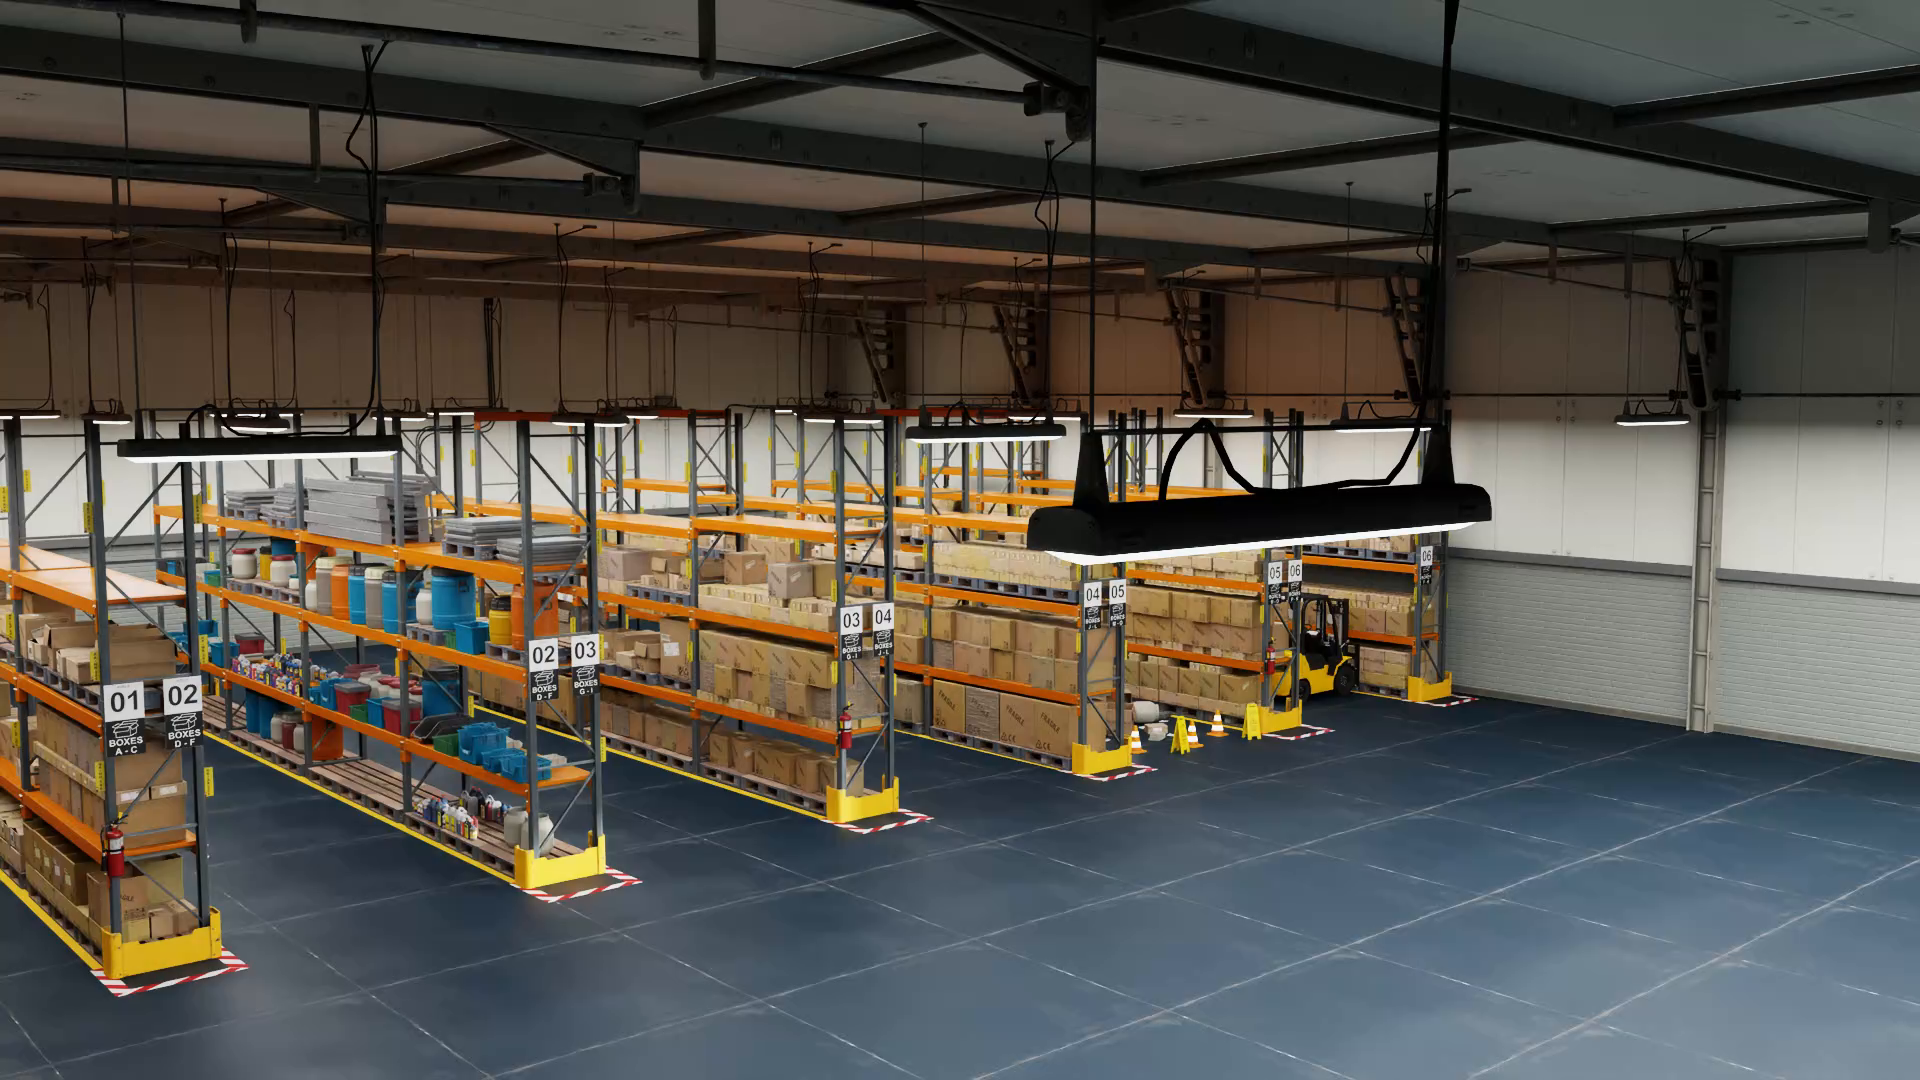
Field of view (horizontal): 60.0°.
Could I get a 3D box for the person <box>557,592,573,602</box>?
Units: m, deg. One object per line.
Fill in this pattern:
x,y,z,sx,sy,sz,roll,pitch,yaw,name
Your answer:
-10.203,1.708,42.701,0.641,1.784,0.445,-2,6,-25,person
